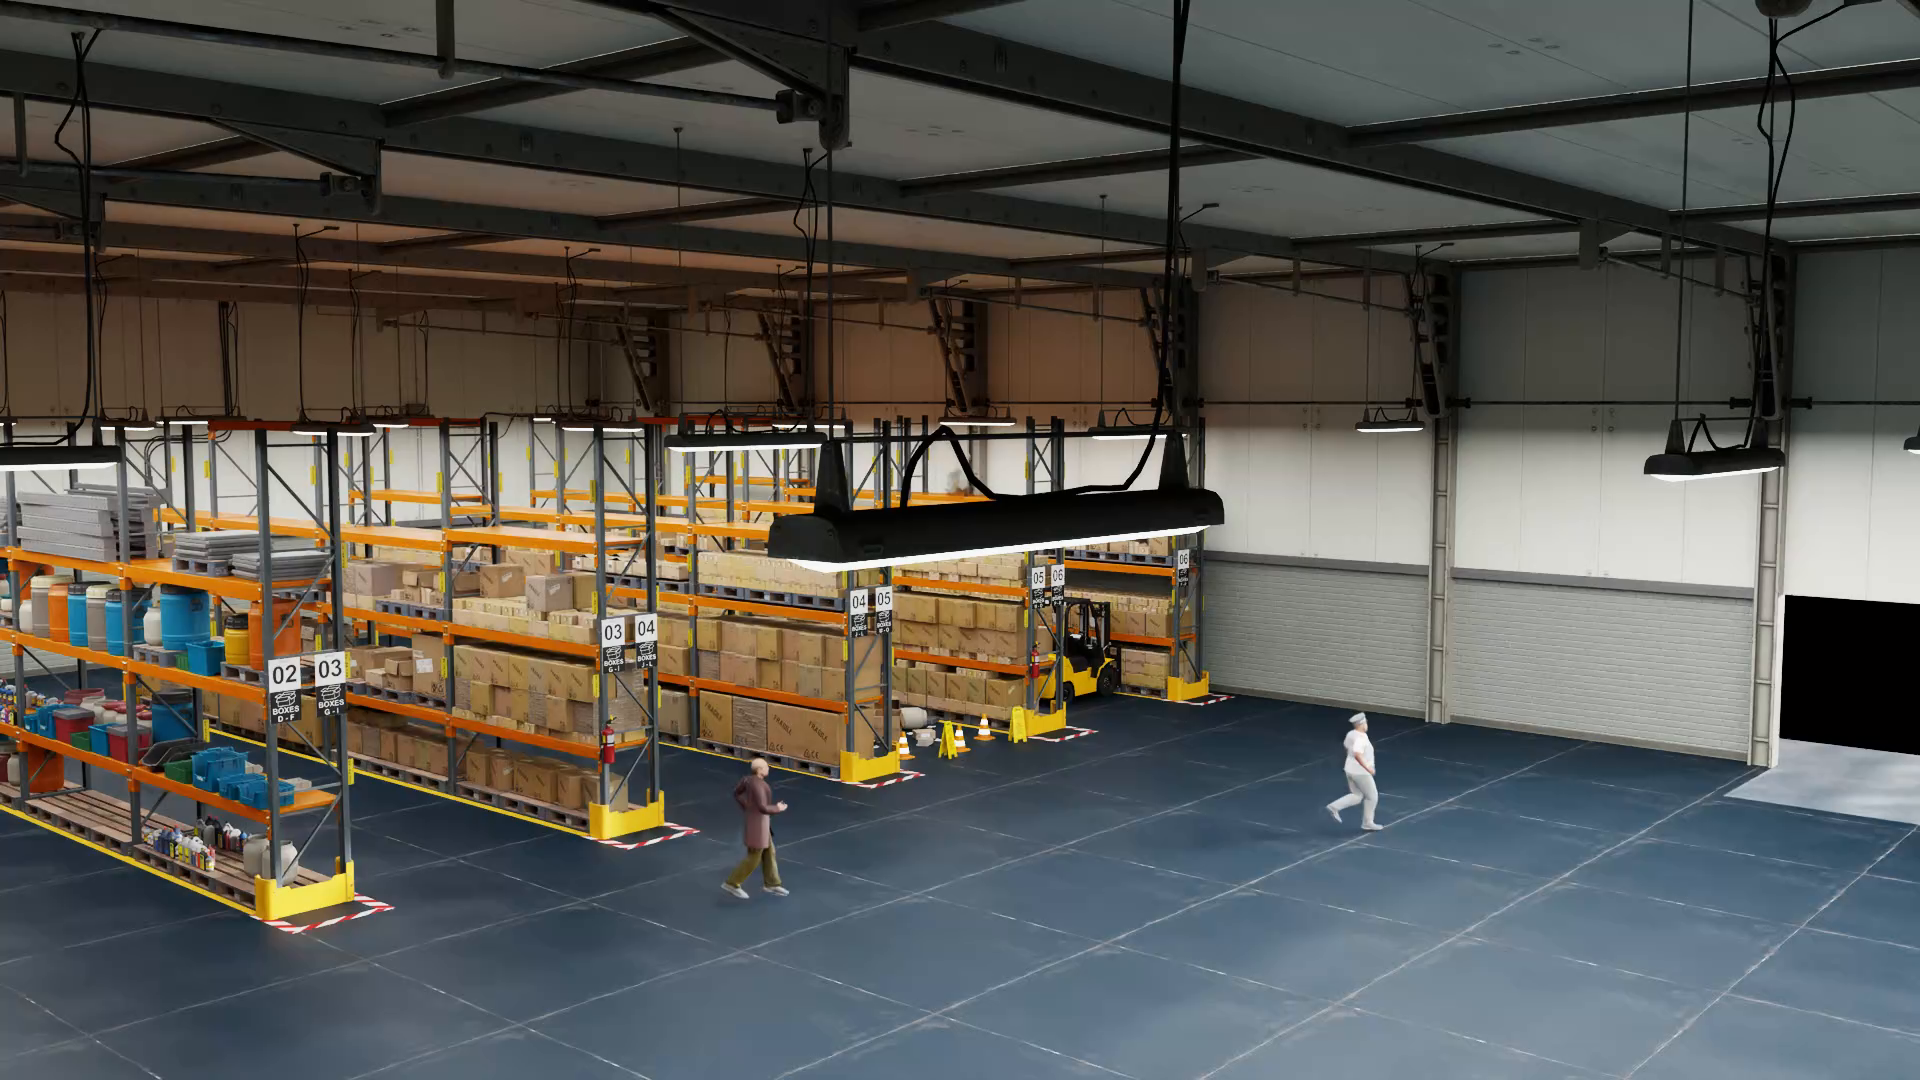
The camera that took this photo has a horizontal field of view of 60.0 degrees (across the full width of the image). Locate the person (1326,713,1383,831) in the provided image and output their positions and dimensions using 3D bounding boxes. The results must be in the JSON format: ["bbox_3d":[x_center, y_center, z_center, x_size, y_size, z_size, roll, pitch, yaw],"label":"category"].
[{"bbox_3d":[5.848,3.418,24.516,0.834,1.753,0.679,-1,5,-10],"label":"person"}]

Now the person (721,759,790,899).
[{"bbox_3d":[-2.599,3.683,21.141,0.922,1.829,0.737,-2,5,-18],"label":"person"}]

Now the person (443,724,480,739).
[{"bbox_3d":[-9.249,2.909,30.860,0.951,1.673,0.565,3,6,32],"label":"person"}]
